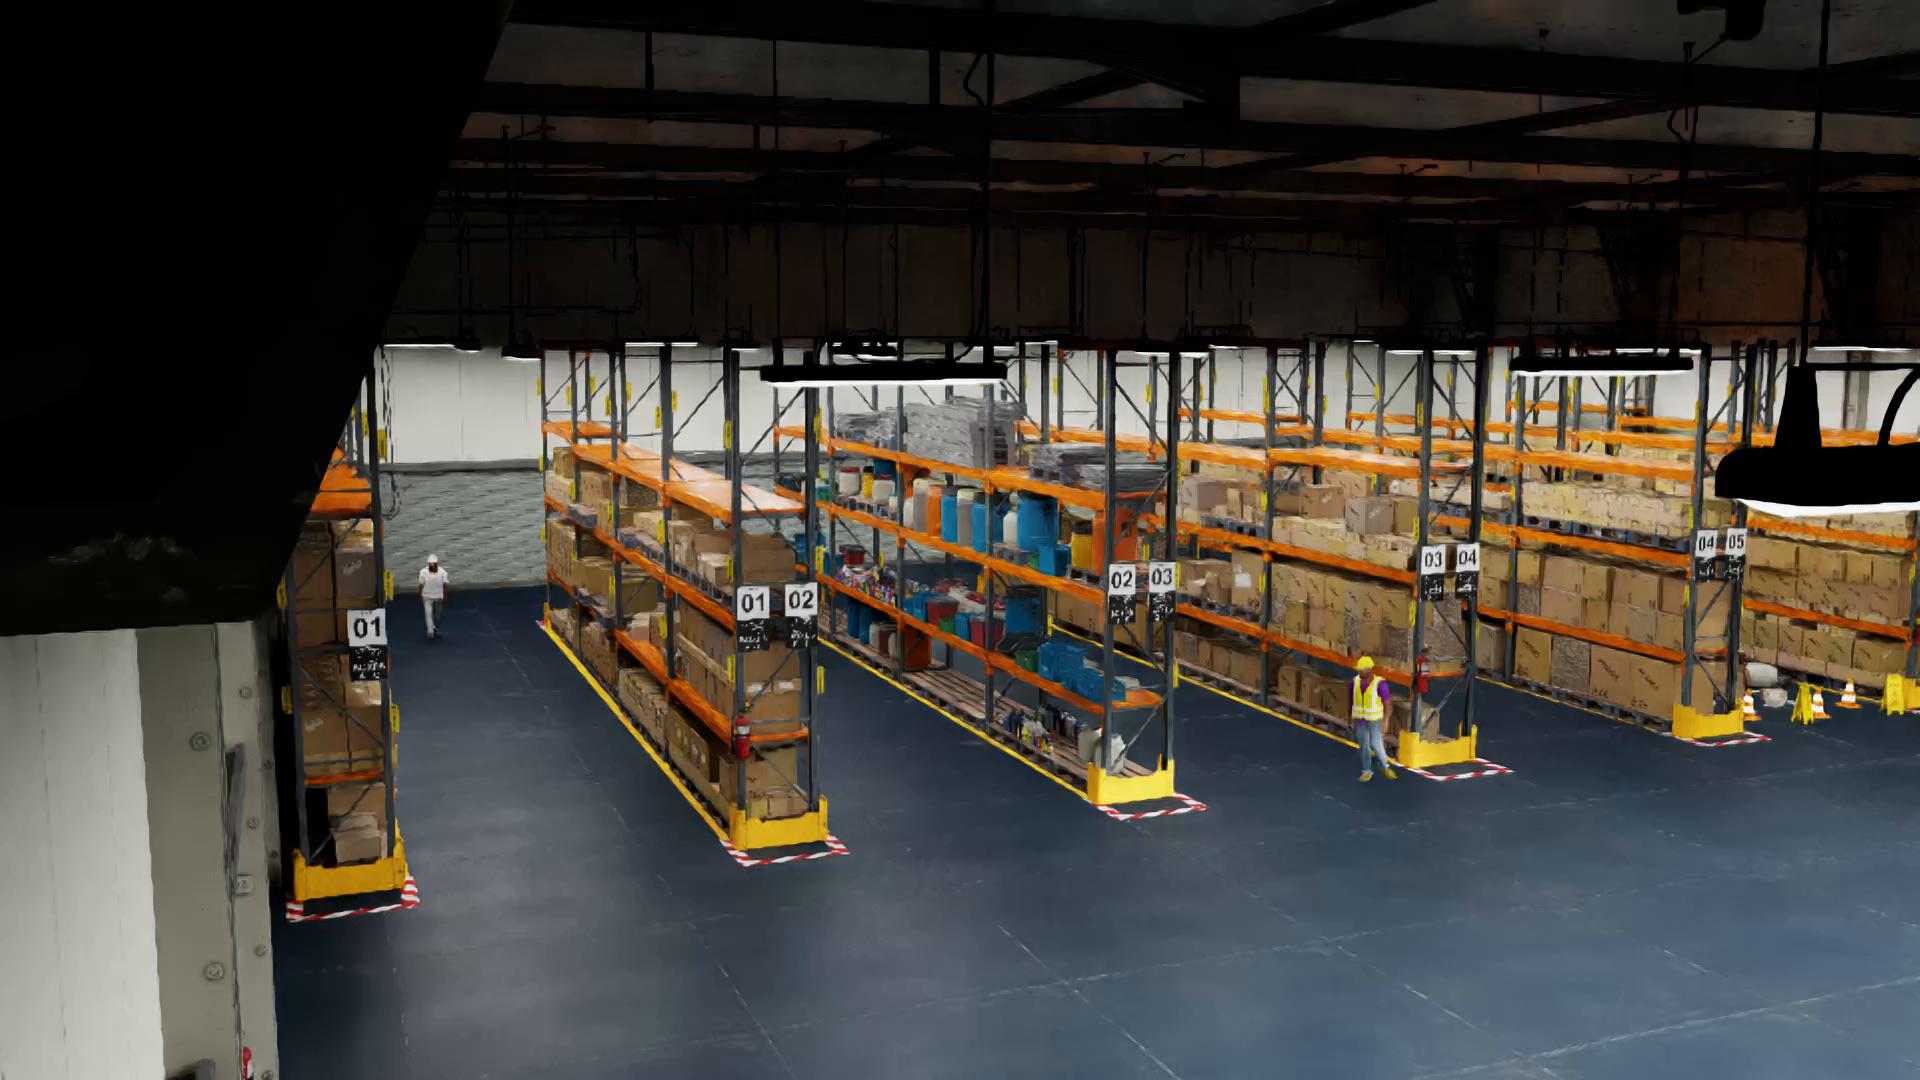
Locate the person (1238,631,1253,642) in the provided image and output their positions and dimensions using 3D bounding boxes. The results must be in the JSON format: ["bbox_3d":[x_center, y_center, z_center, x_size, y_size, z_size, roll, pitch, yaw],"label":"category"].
[{"bbox_3d":[5.371,1.249,32.903,0.496,1.563,1.055,-3,8,-23],"label":"person"}]

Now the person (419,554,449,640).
[{"bbox_3d":[-10.607,1.125,33.555,0.575,1.689,1.129,-3,8,-24],"label":"person"}]

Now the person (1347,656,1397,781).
[{"bbox_3d":[5.686,2.468,22.976,0.714,1.760,0.457,5,9,35],"label":"person"}]
